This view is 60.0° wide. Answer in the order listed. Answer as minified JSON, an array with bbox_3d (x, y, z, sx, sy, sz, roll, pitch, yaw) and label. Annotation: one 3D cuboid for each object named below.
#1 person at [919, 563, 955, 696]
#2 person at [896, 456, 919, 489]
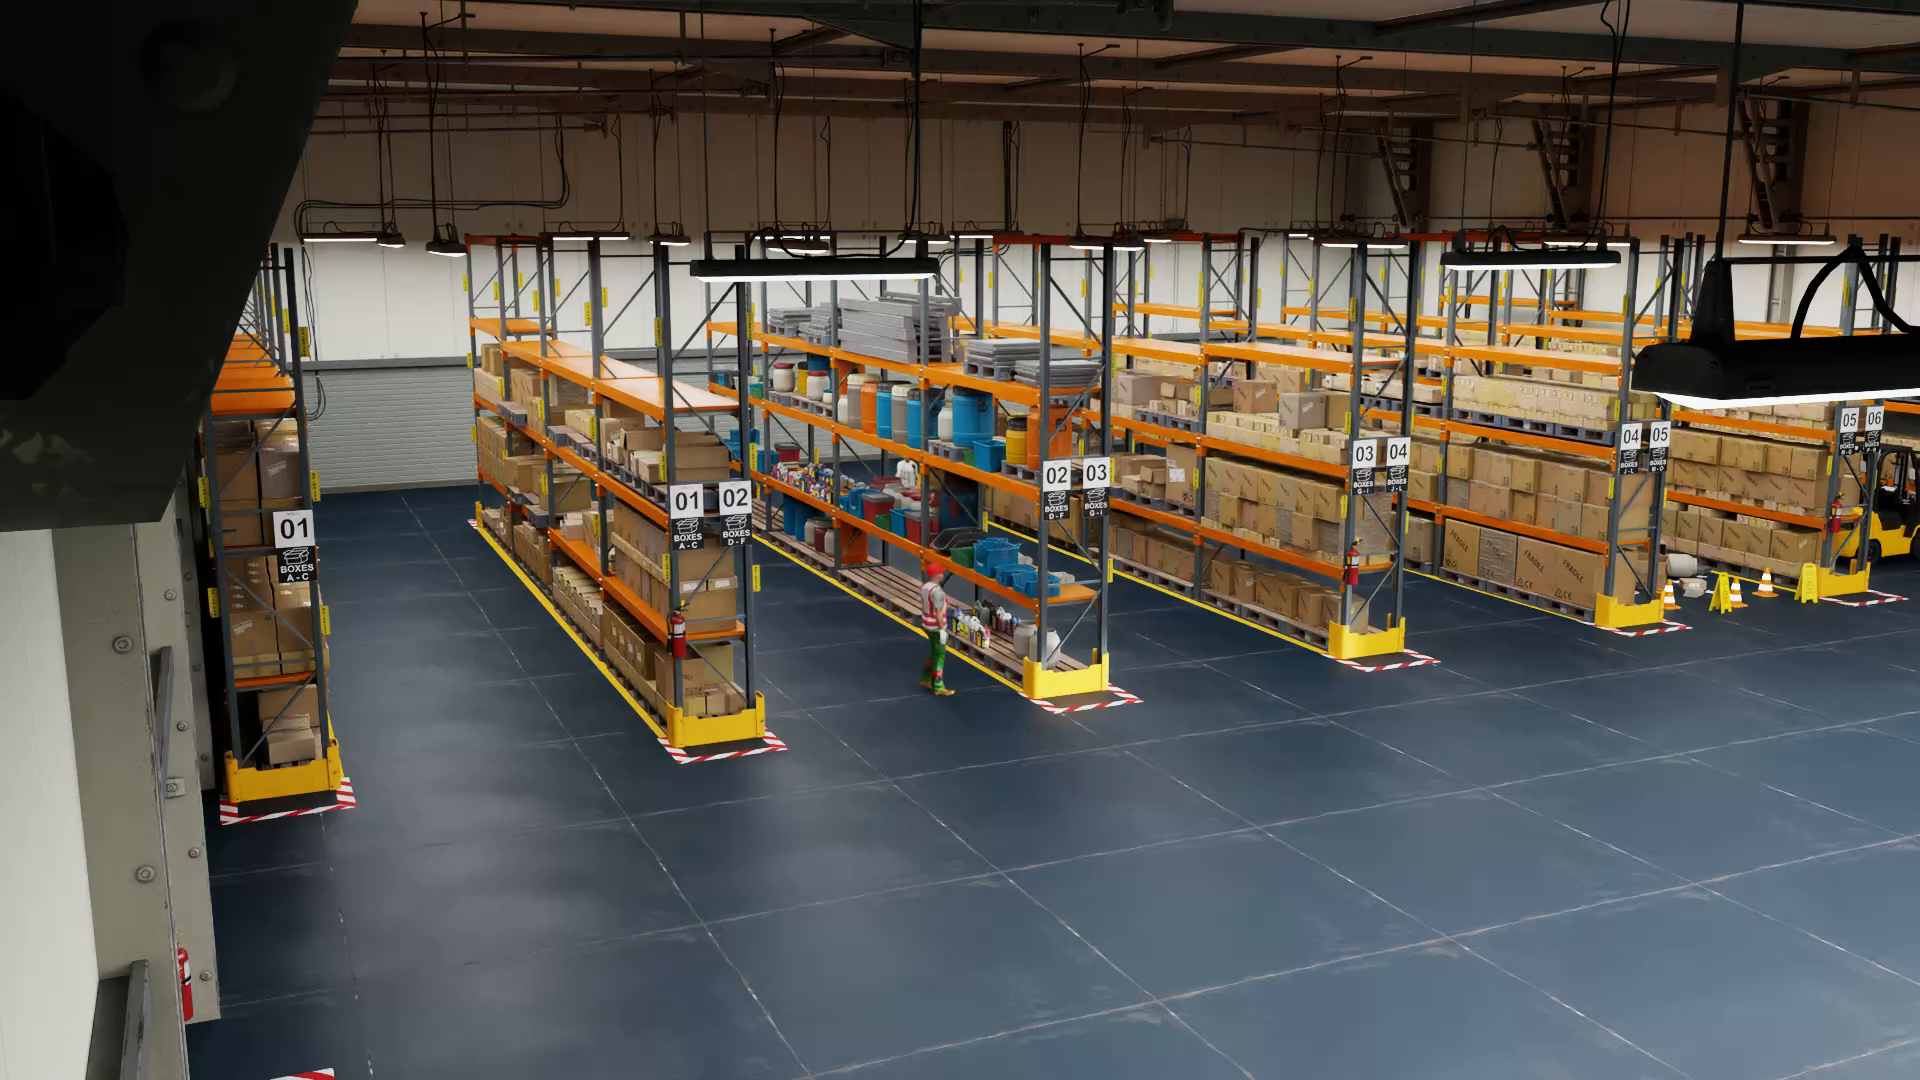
[{"bbox_3d":[-0.300,1.197,22.336,0.391,1.813,0.648,-4,12,-20],"label":"person"},{"bbox_3d":[-1.102,-1.098,34.404,0.506,1.645,0.707,-5,12,-25],"label":"person"}]
